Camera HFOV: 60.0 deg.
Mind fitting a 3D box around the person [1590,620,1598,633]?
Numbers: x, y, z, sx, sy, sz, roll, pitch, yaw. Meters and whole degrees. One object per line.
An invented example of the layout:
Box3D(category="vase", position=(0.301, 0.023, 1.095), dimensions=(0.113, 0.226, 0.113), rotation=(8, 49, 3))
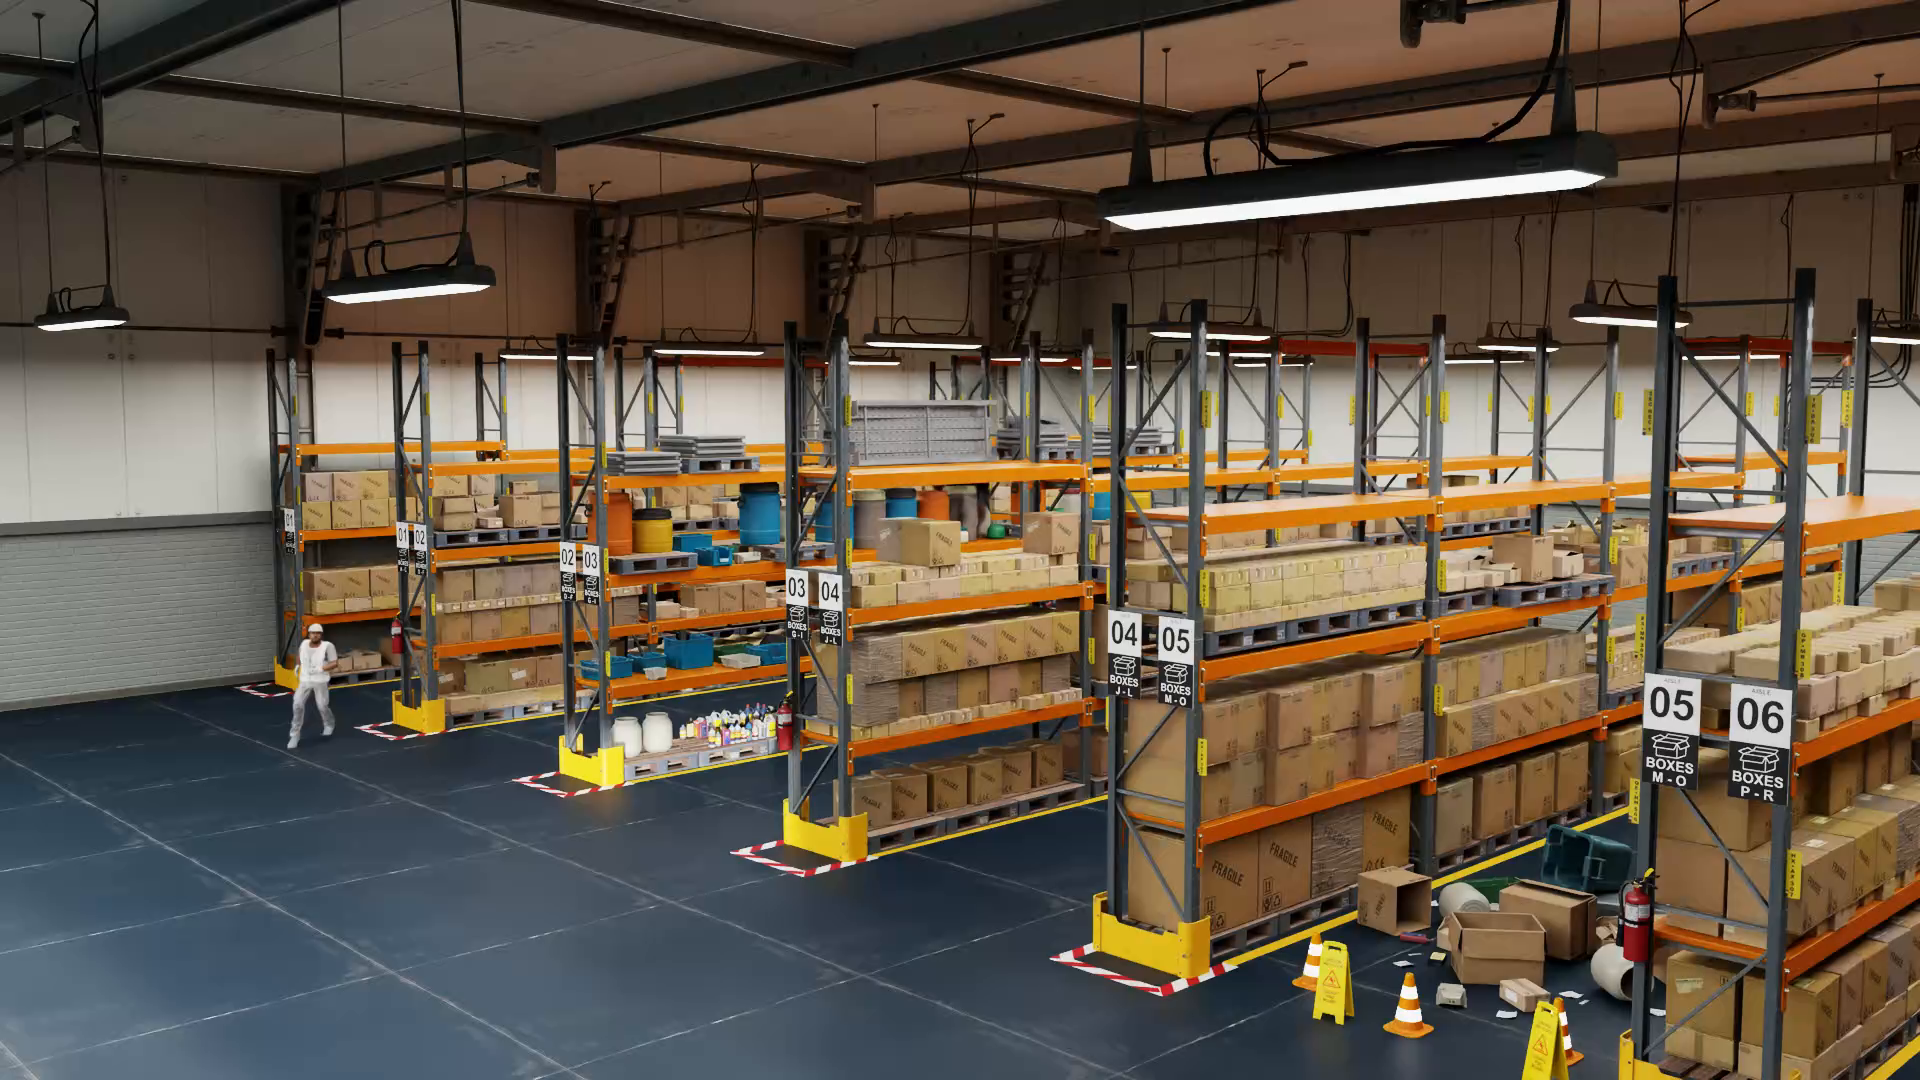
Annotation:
Box3D(category="person", position=(9.833, 2.090, 25.510), dimensions=(0.743, 1.714, 0.726), rotation=(-3, 6, -32))

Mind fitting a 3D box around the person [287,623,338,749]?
Box3D(category="person", position=(-9.594, 2.138, 24.750), dimensions=(0.688, 1.810, 0.913), rotation=(0, 5, 0))
